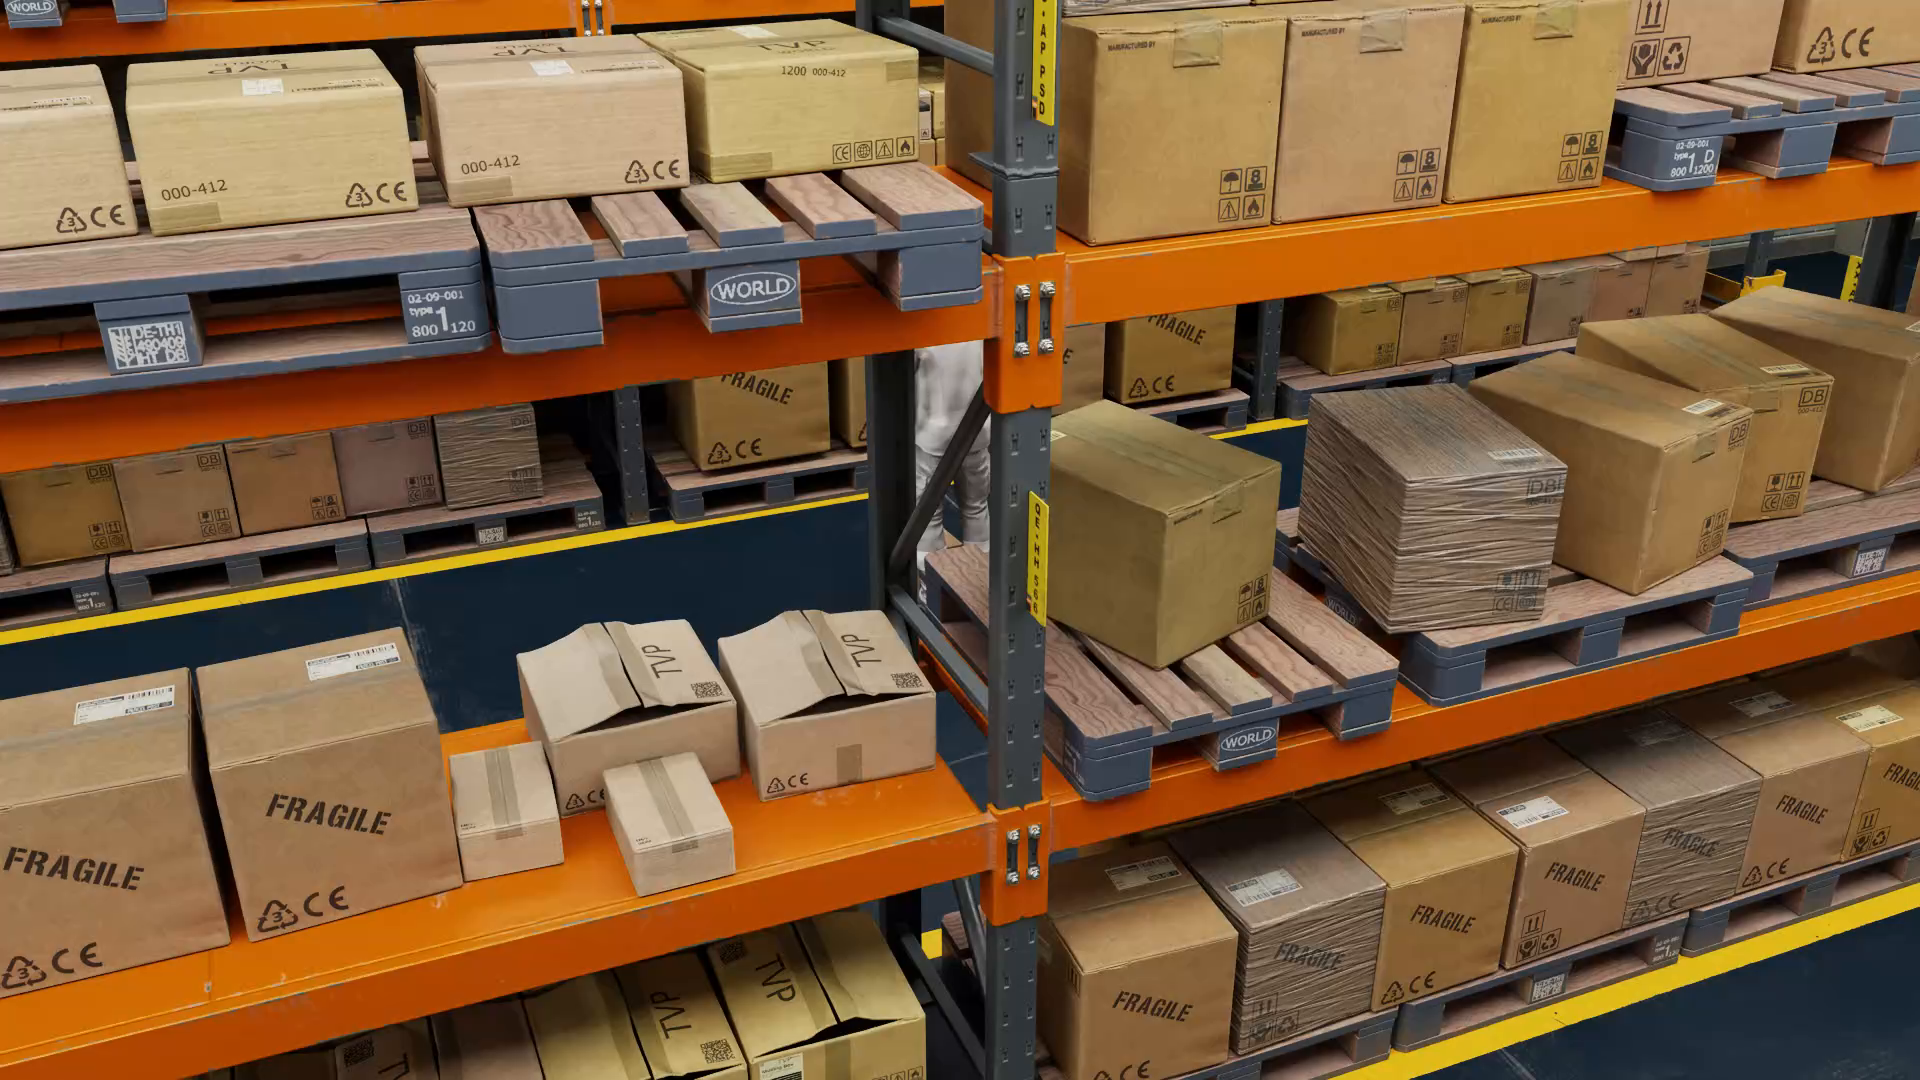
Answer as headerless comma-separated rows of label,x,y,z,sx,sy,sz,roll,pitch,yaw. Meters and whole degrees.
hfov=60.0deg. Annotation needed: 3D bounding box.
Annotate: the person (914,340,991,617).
person,-0.057,-0.486,7.908,0.605,1.778,0.453,-10,28,-21
